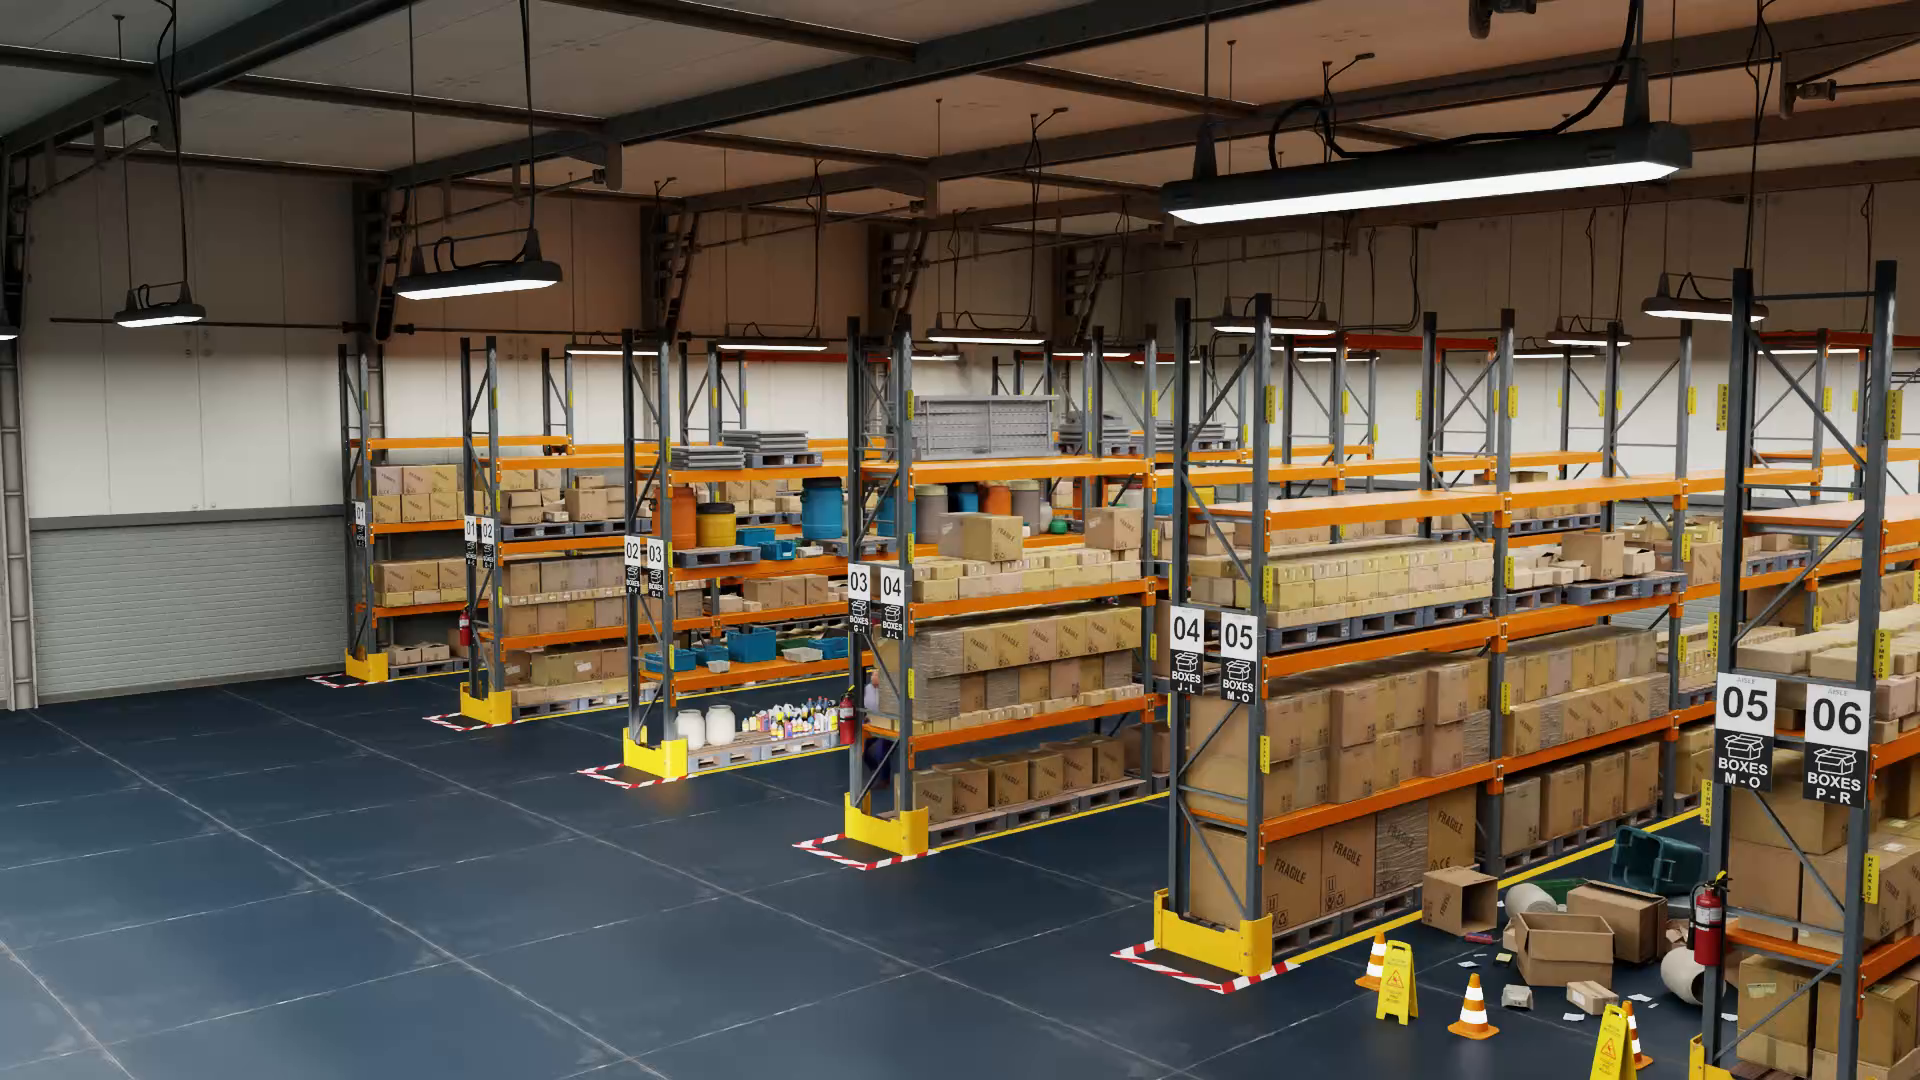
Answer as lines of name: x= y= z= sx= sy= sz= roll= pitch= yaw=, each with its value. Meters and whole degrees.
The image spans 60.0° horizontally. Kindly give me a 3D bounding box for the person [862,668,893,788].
person: x=-1.065 y=2.436 z=21.522 sx=0.604 sy=1.604 sz=0.587 roll=3 pitch=6 yaw=27
